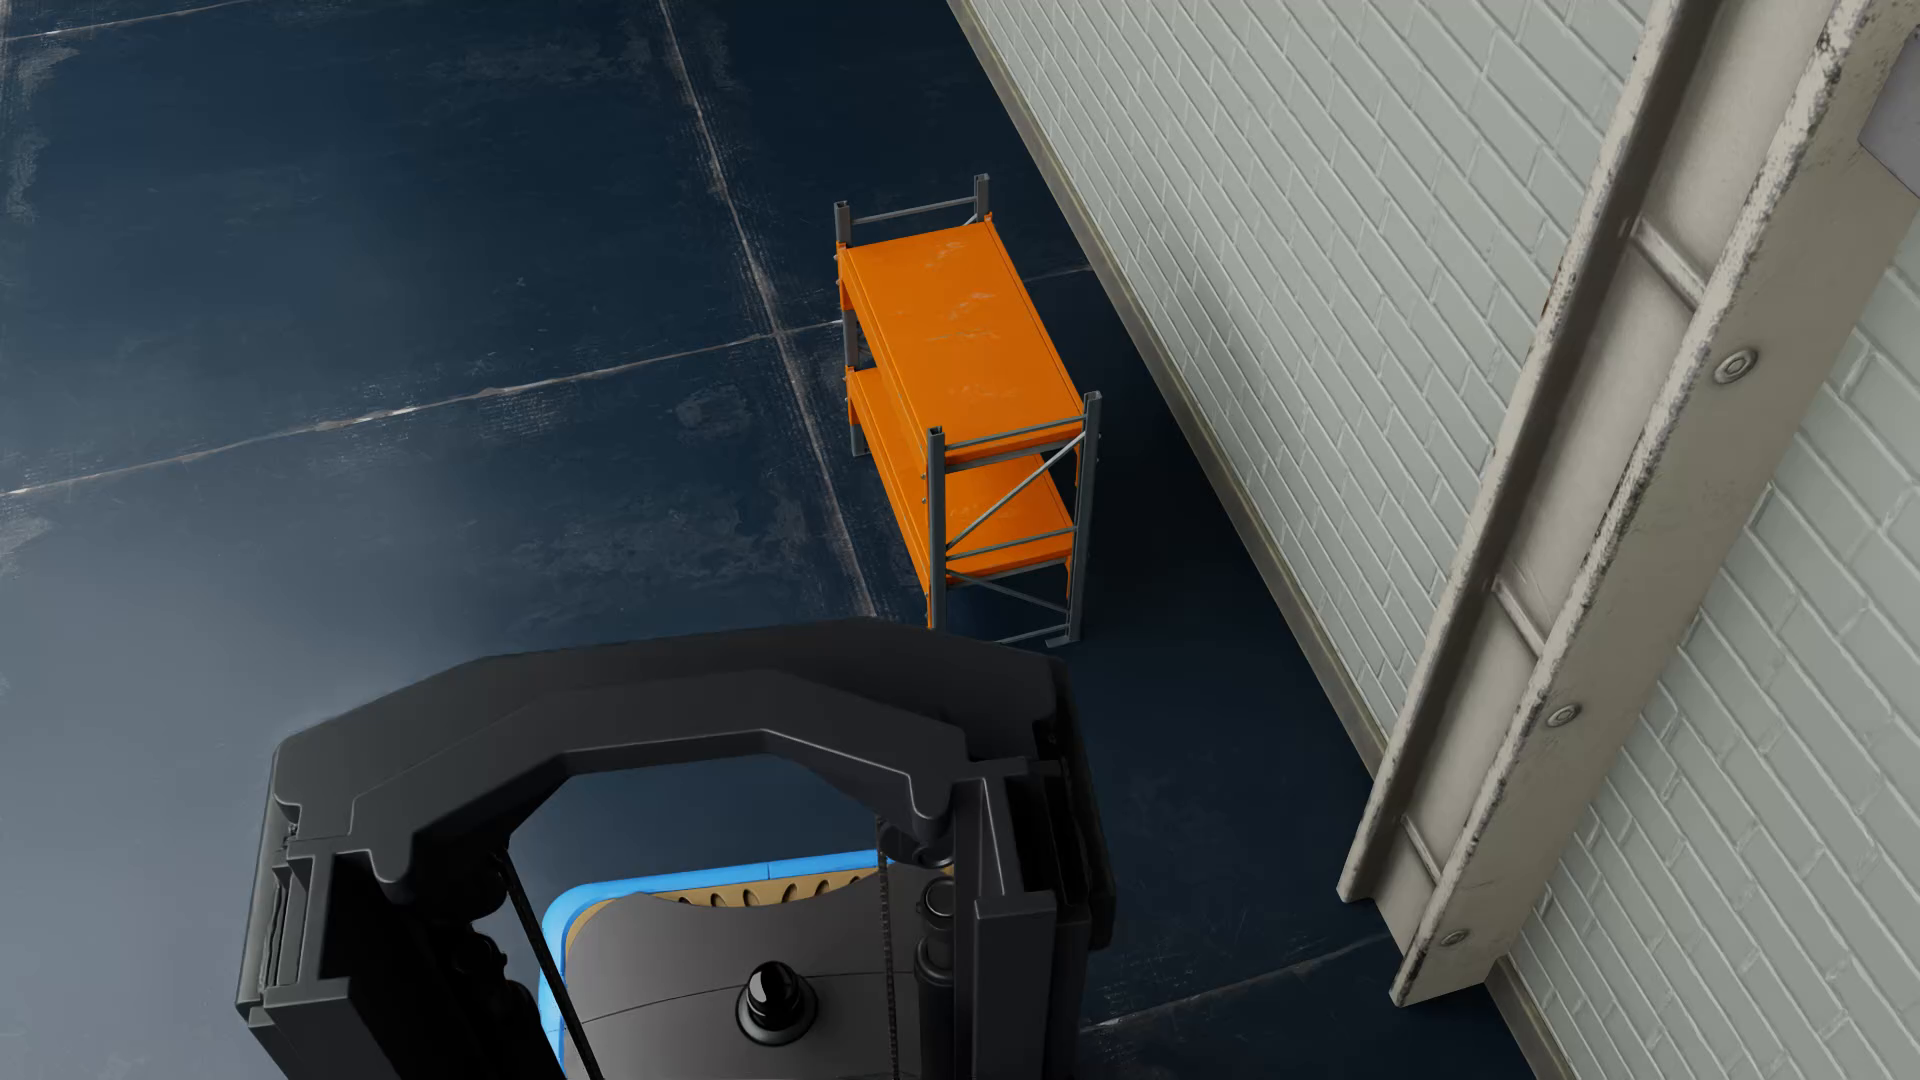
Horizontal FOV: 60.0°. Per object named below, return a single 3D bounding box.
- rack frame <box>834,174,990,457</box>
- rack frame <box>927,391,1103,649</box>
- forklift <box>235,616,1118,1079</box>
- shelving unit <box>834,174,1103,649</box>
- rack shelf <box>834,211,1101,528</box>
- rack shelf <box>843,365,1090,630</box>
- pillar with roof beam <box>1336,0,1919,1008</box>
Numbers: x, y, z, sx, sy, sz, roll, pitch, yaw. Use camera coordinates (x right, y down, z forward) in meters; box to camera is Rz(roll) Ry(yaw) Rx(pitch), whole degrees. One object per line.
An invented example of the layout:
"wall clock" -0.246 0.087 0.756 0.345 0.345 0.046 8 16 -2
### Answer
"rack frame" -0.148 -0.729 5.629 0.500 1.125 0.032 -13 51 -11
"rack frame" 0.152 0.014 5.003 0.500 1.125 0.032 -13 51 -11
"forklift" -0.232 1.593 2.490 1.130 2.935 3.031 -6 50 -5
"shelving unit" 0.002 -0.358 5.316 0.538 1.125 1.048 -13 51 -11
"rack shelf" 0.002 -0.546 5.092 0.538 0.278 1.000 -13 51 -11
"rack shelf" 0.002 -0.200 5.503 0.538 0.278 1.000 -13 51 -11
"pillar with roof beam" -2.803 -0.798 0.537 9.100 9.000 0.400 -13 51 -11
